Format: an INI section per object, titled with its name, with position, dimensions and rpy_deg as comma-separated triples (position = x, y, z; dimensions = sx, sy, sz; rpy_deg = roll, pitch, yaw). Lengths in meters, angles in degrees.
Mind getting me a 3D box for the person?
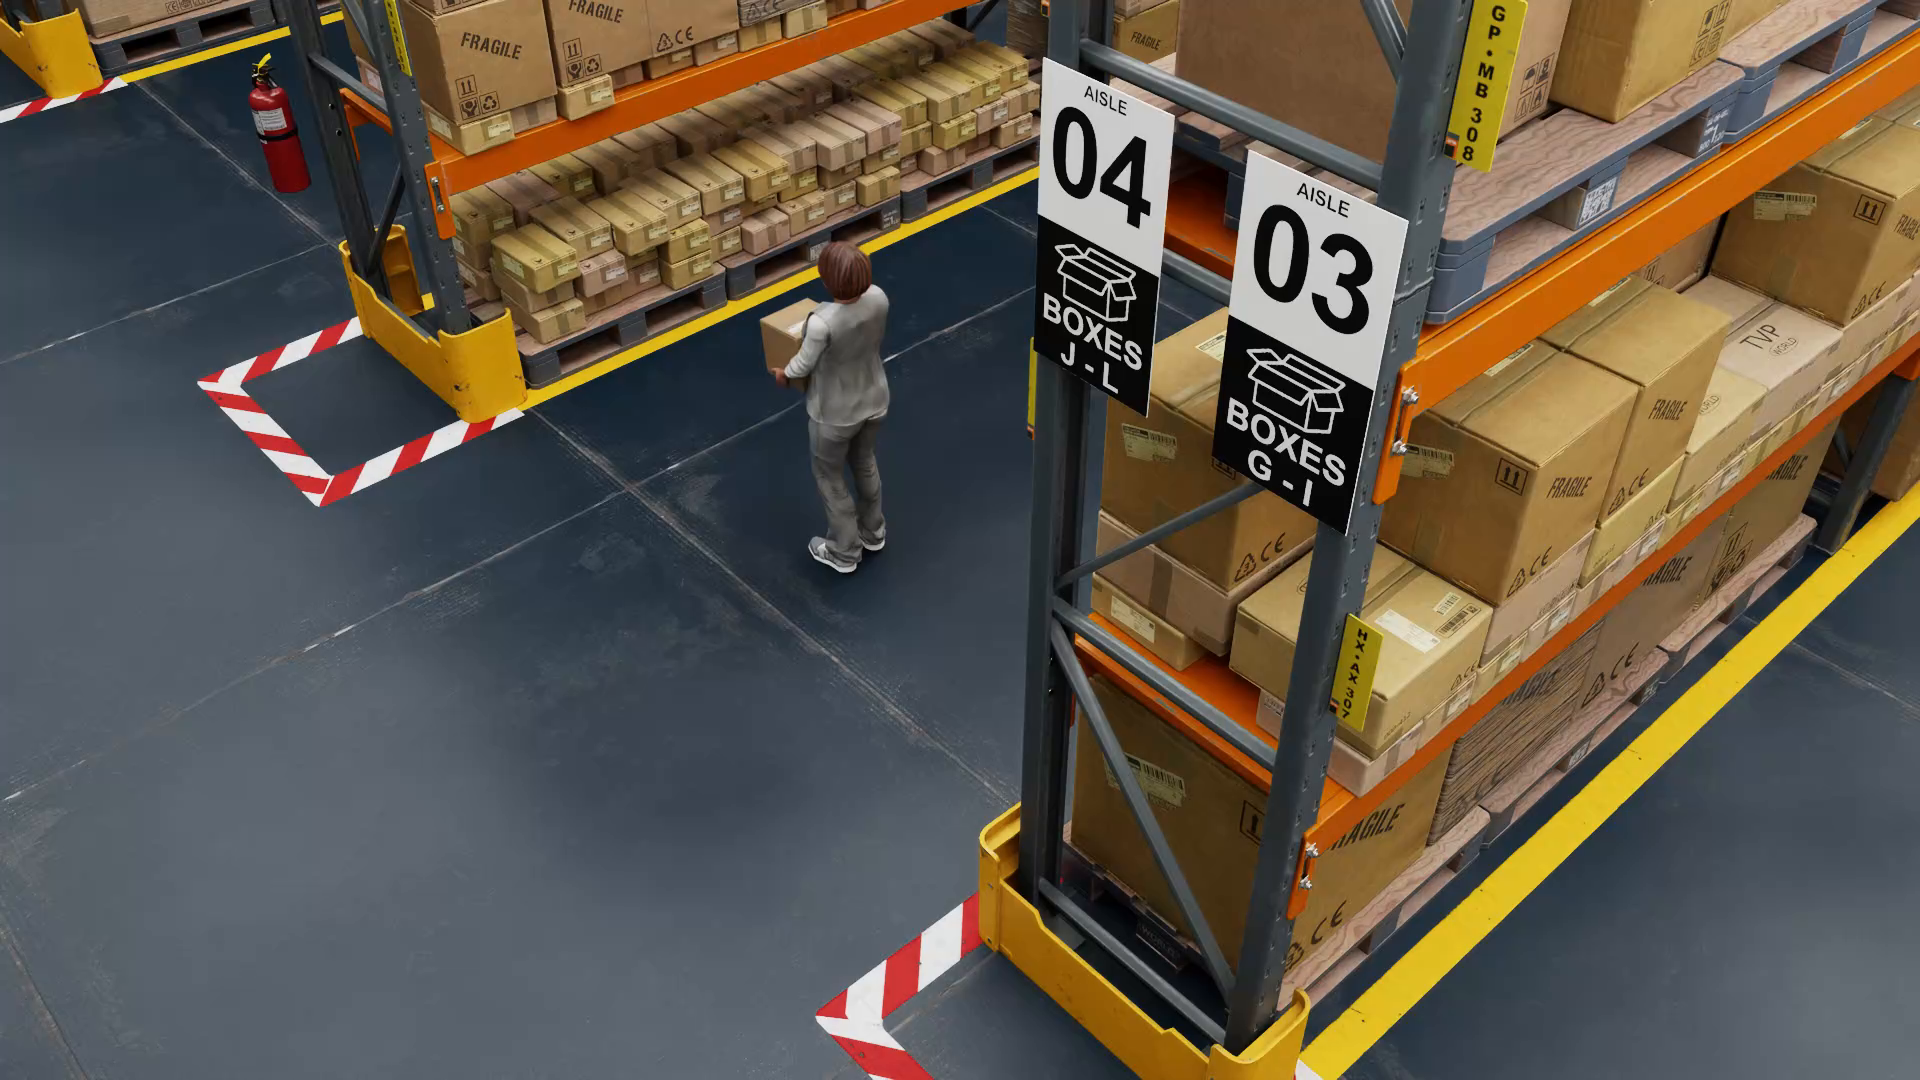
[person]
position = -0.483, -0.461, 6.898
dimensions = 0.408, 1.345, 0.356
rpy_deg = -31, 49, -31
